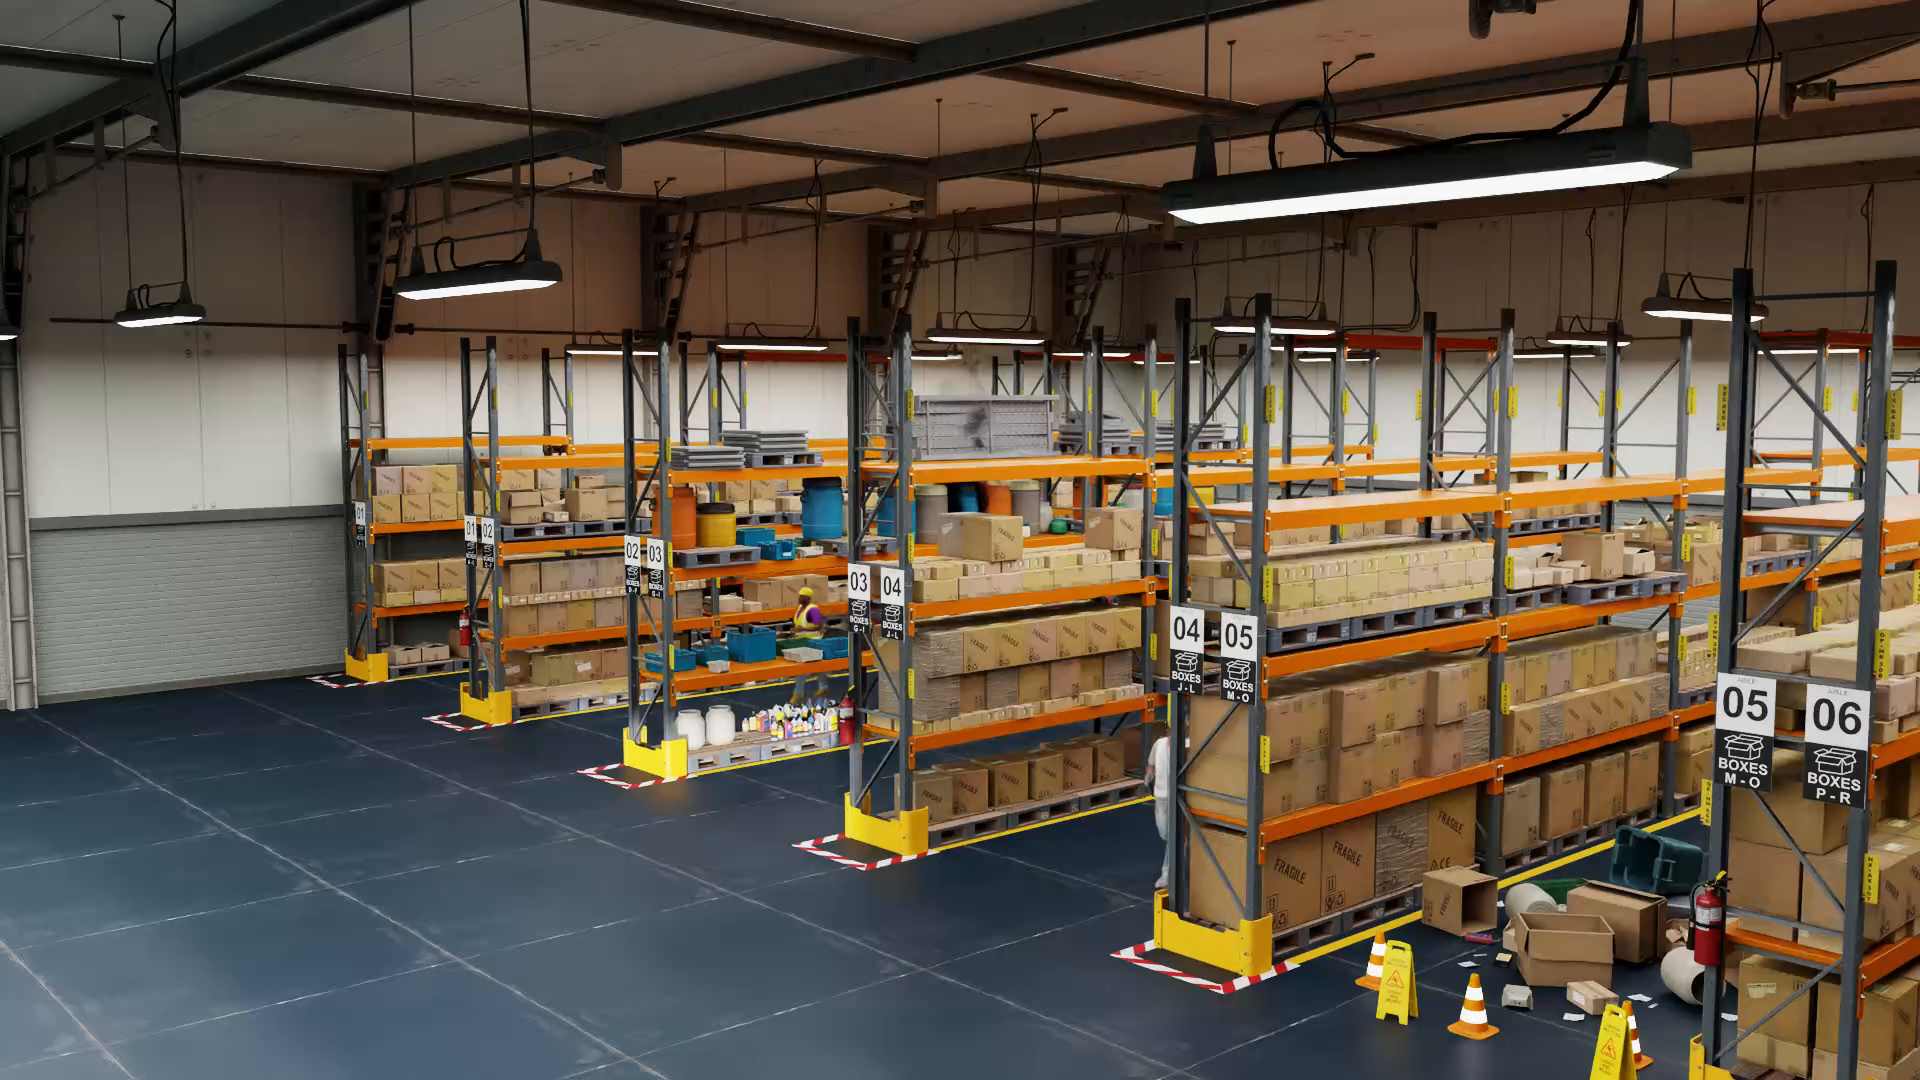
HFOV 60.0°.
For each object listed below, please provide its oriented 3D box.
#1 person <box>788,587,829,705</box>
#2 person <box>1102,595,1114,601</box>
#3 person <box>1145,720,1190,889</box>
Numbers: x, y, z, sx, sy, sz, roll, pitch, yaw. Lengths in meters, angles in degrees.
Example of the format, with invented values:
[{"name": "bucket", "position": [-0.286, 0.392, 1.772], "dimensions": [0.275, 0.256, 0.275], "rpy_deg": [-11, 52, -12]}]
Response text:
[{"name": "person", "position": [-2.400, 1.673, 26.223], "dimensions": [0.749, 1.876, 0.678], "rpy_deg": [-5, 7, -43]}, {"name": "person", "position": [2.870, 1.350, 32.797], "dimensions": [0.631, 1.822, 0.822], "rpy_deg": [5, 7, 45]}, {"name": "person", "position": [2.267, 2.705, 17.508], "dimensions": [0.682, 1.768, 0.940], "rpy_deg": [3, 6, 29]}]
